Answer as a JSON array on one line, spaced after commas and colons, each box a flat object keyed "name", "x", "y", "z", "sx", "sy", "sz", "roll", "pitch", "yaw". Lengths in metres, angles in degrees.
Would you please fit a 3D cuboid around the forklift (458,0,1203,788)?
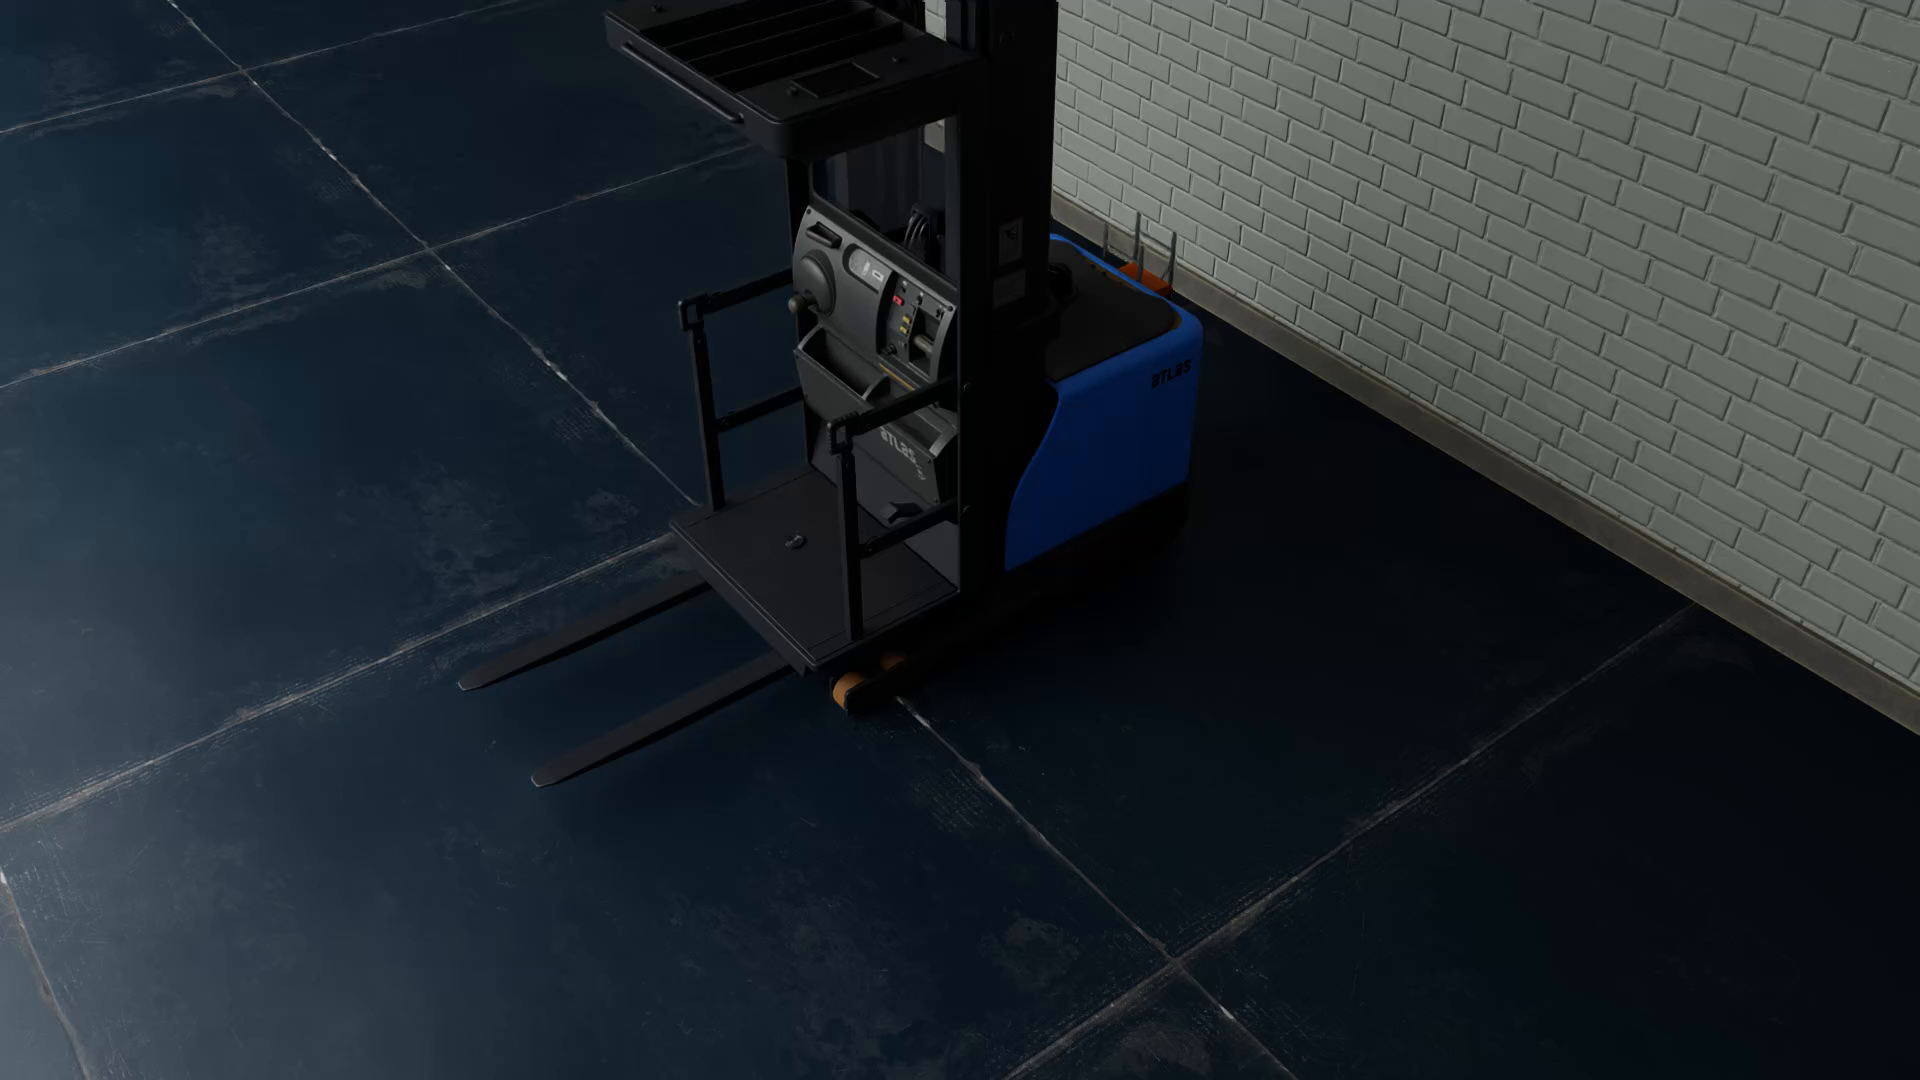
[{"name": "forklift", "x": -0.488, "y": -0.794, "z": 6.012, "sx": 3.031, "sy": 2.797, "sz": 1.129, "roll": -26, "pitch": 46, "yaw": -28}]

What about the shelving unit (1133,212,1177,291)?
[{"name": "shelving unit", "x": 0.755, "y": -0.833, "z": 7.320, "sx": 0.184, "sy": 1.200, "sz": 0.258, "roll": -26, "pitch": 46, "yaw": -28}]

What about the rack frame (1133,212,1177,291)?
[{"name": "rack frame", "x": 0.826, "y": -0.868, "z": 7.362, "sx": 0.006, "sy": 1.200, "sz": 0.240, "roll": -26, "pitch": 46, "yaw": -28}]
